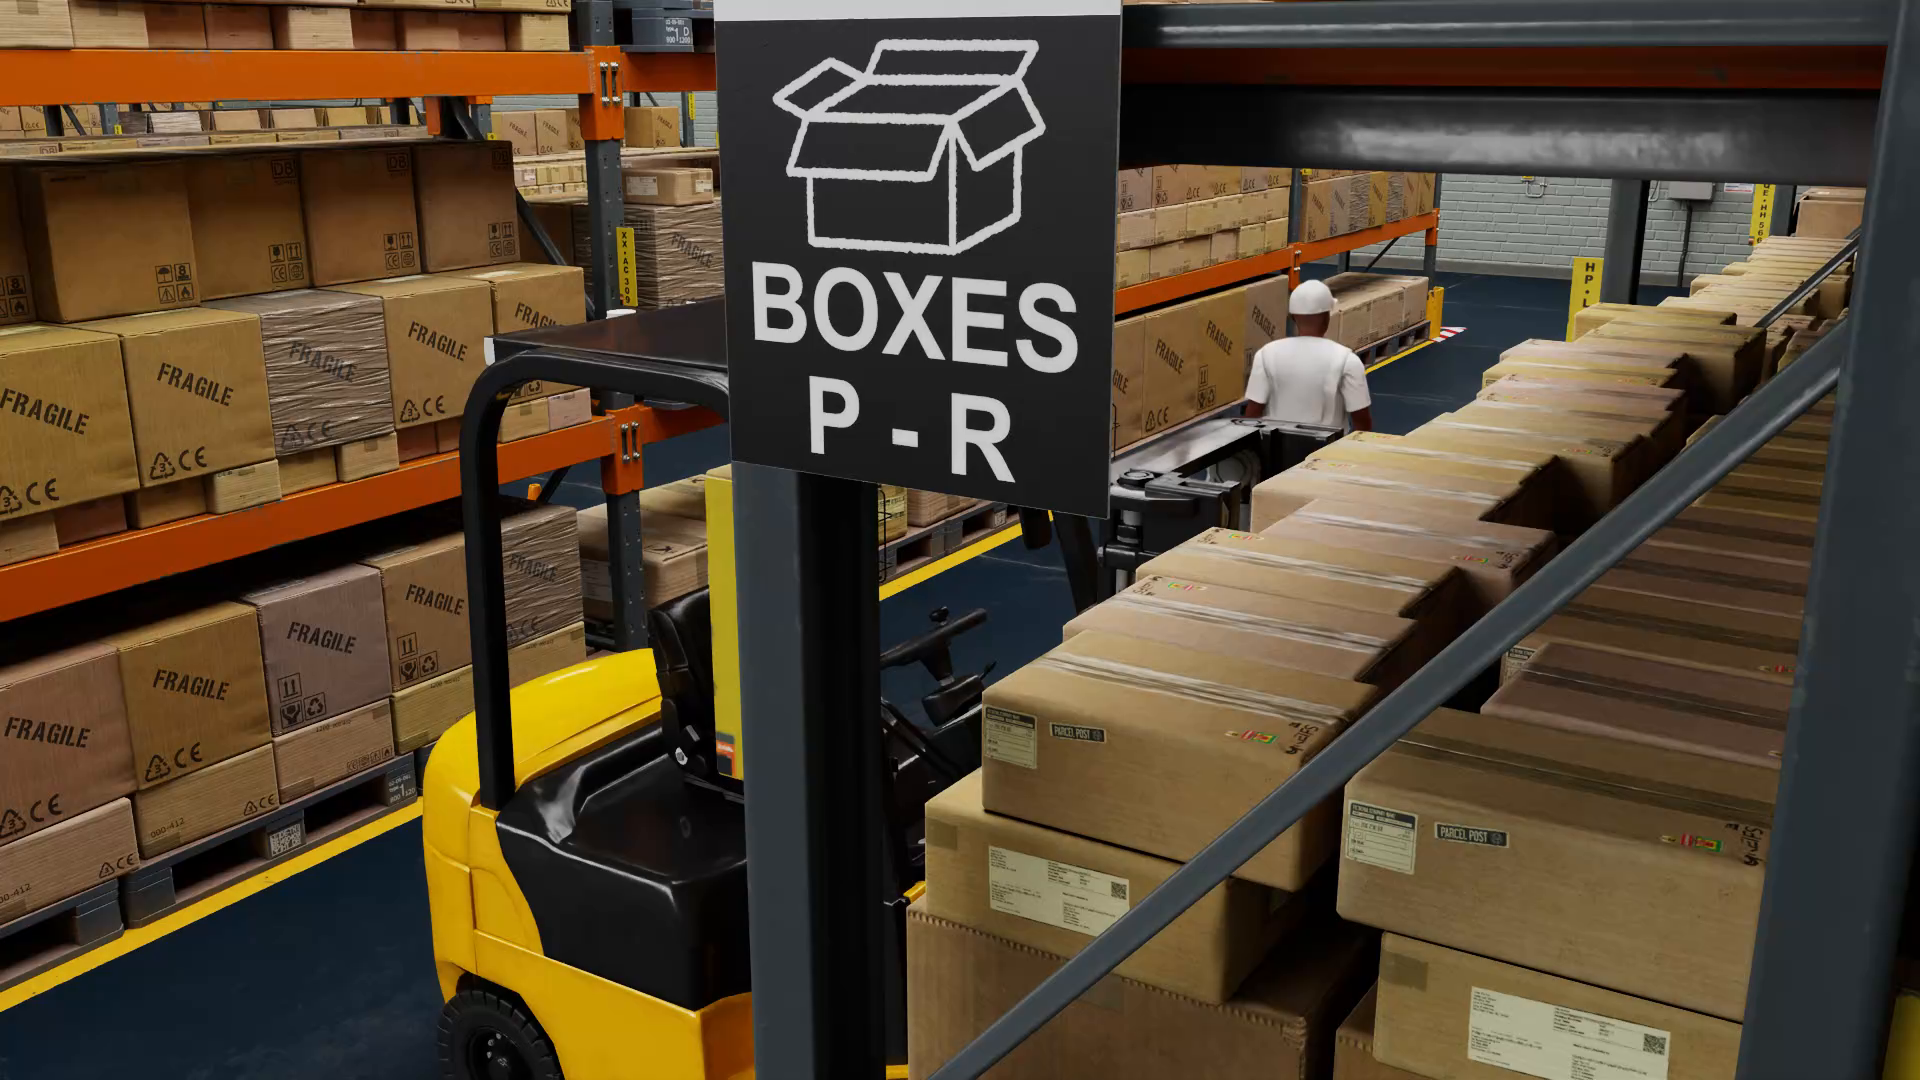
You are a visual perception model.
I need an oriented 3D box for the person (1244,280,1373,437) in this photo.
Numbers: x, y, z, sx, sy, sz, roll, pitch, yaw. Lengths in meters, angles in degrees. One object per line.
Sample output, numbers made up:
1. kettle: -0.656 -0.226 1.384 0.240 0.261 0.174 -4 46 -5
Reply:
1. person: 1.731 -0.398 8.179 0.606 1.773 0.826 9 18 29
